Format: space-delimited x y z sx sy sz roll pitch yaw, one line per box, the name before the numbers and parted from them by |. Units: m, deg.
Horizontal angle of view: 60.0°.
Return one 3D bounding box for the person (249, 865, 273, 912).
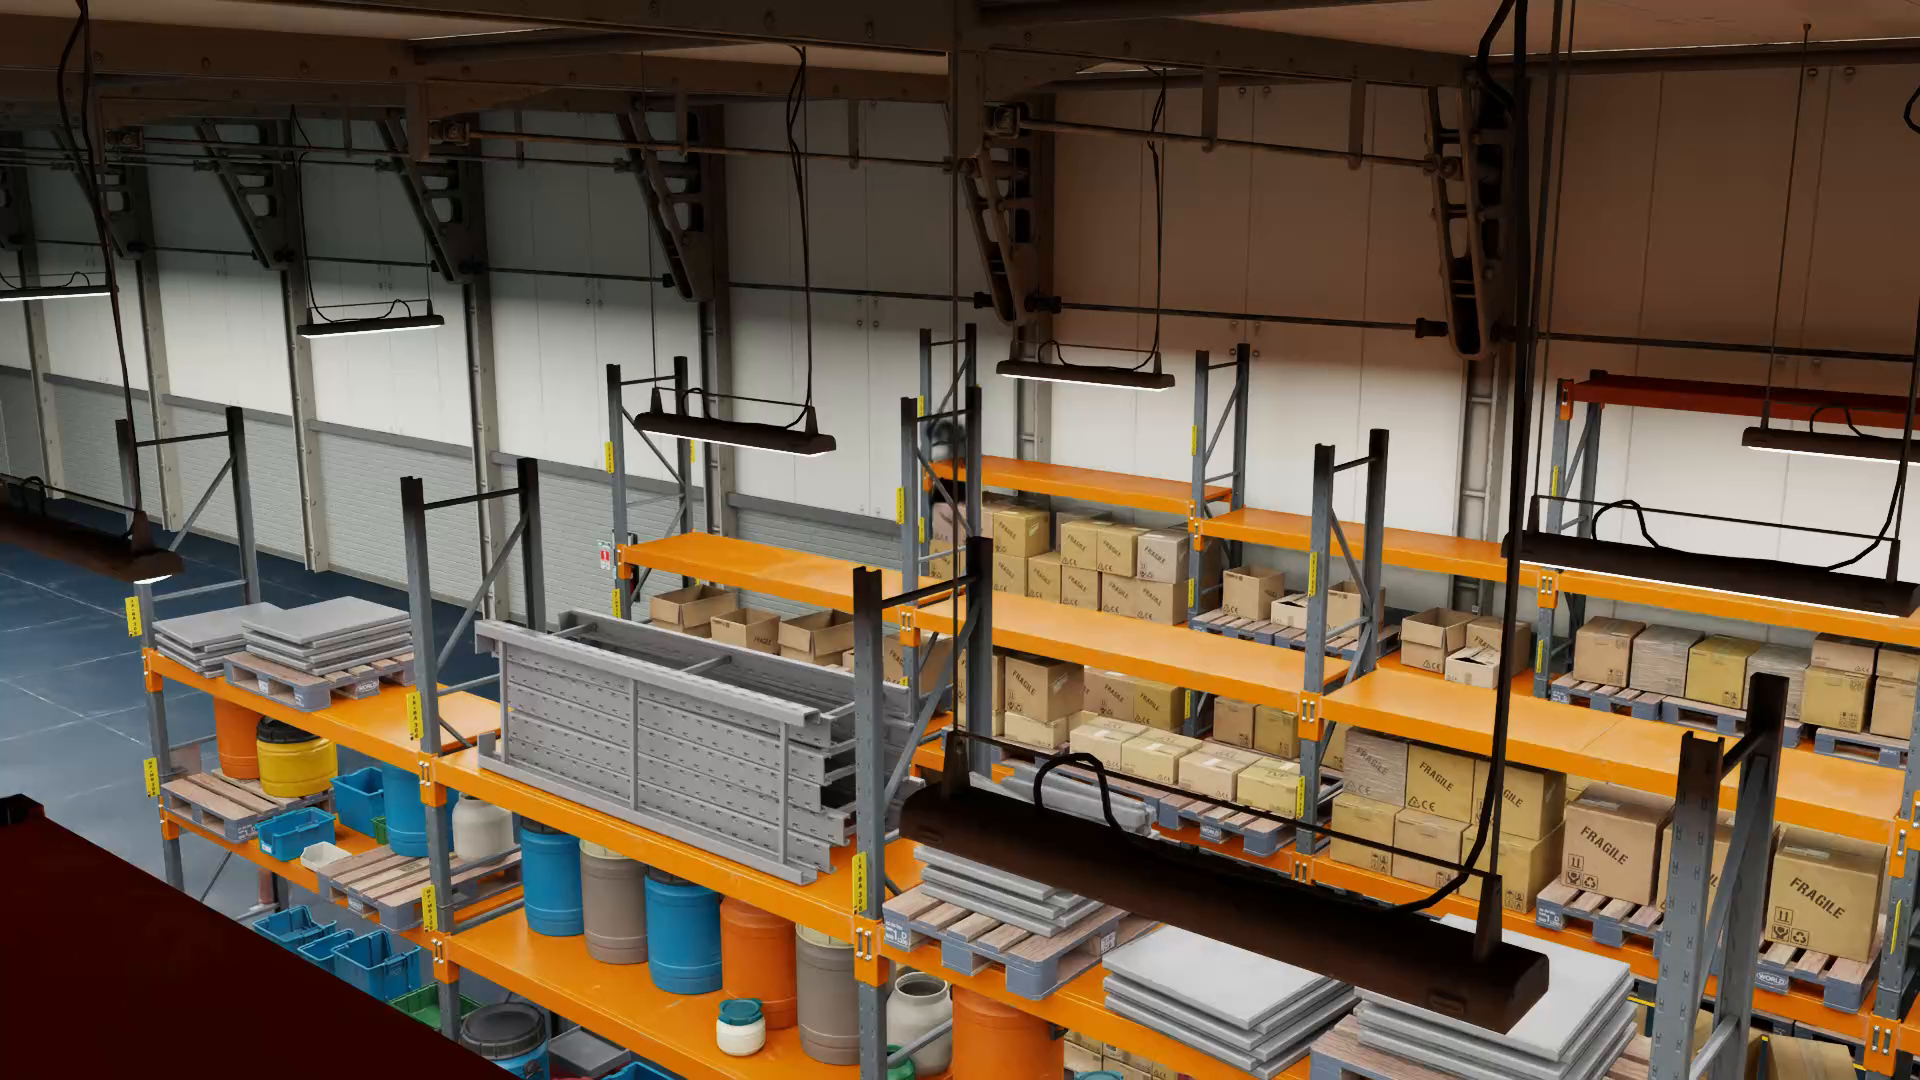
person | -7.381 3.249 18.186 0.866 1.664 0.587 -4 13 -19
